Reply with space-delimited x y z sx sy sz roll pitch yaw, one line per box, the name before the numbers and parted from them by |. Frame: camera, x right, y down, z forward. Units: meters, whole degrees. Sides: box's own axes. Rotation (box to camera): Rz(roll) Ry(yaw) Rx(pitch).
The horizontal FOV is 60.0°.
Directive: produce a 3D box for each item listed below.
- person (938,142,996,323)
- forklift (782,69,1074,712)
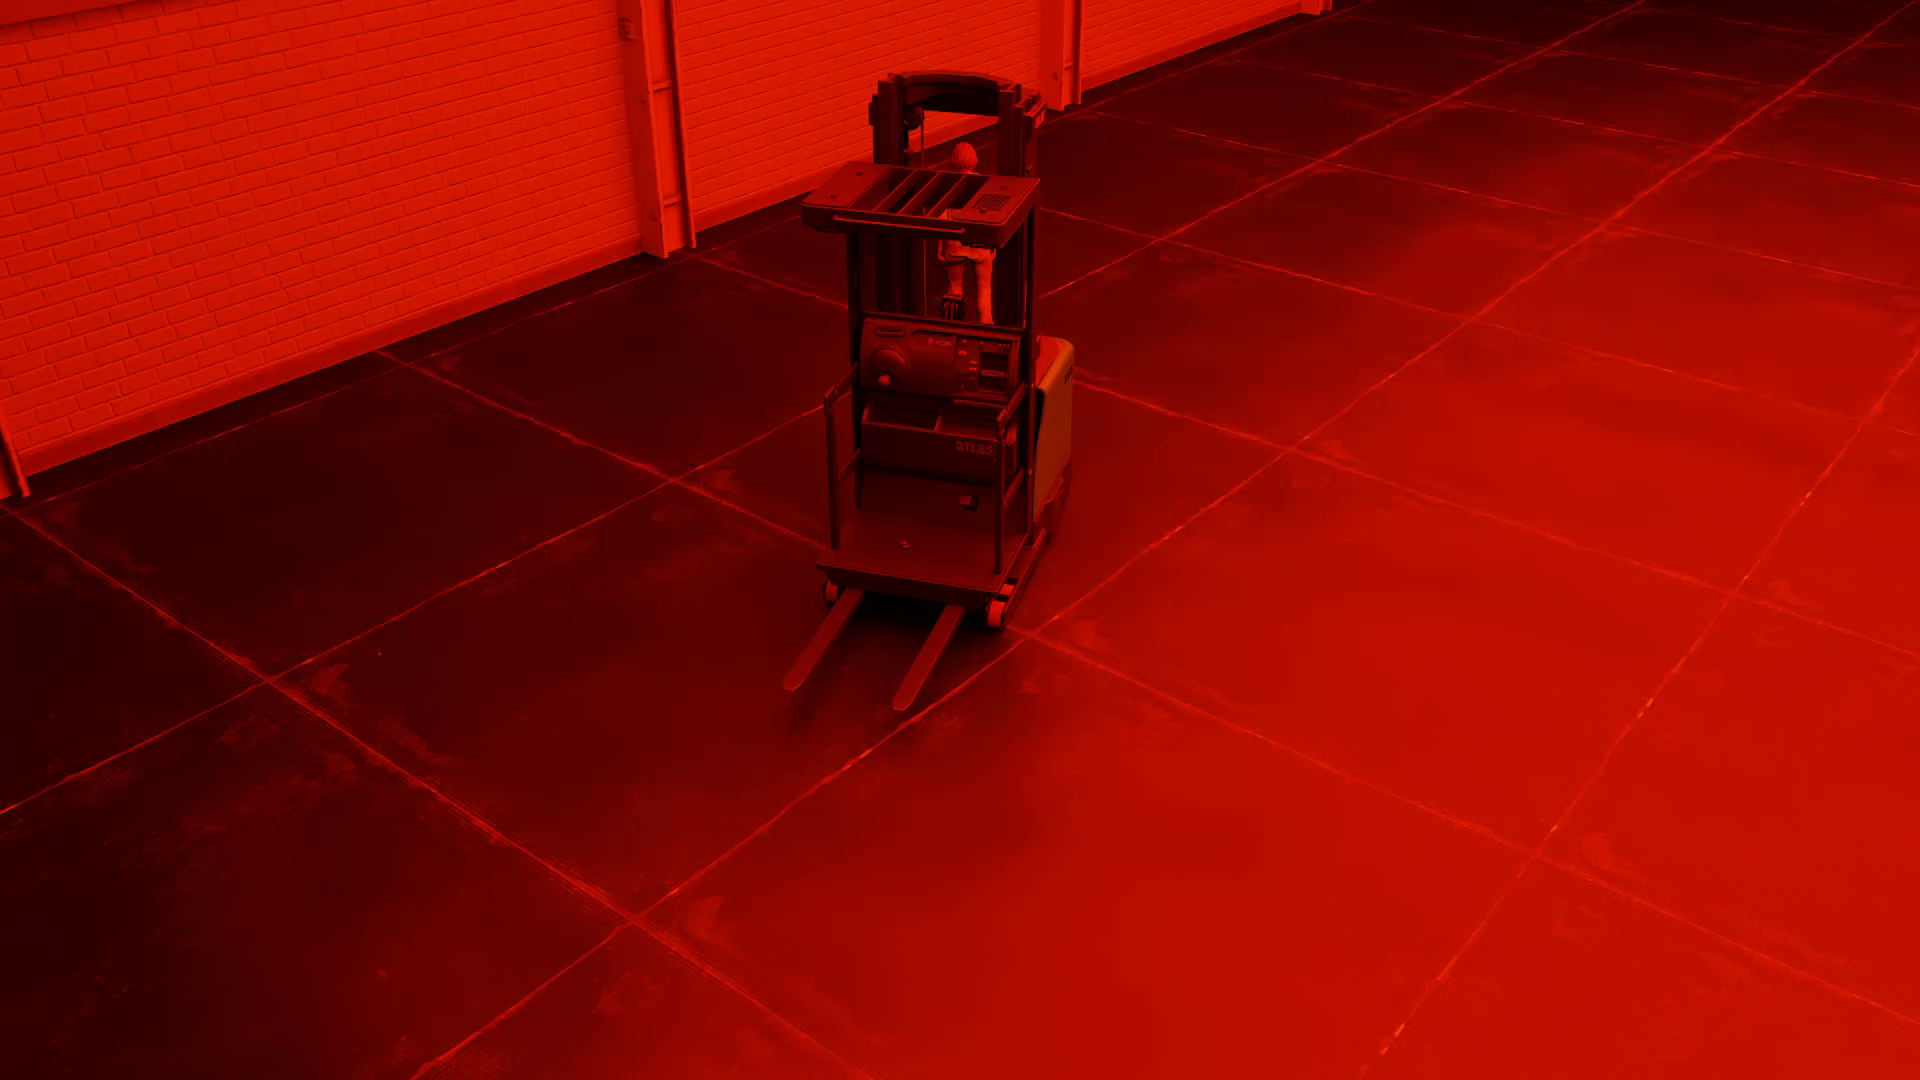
person | 0.060 -2.245 12.765 0.481 1.591 0.347 0 30 -1
forklift | -0.176 -0.972 9.258 1.130 2.935 3.031 9 31 14
